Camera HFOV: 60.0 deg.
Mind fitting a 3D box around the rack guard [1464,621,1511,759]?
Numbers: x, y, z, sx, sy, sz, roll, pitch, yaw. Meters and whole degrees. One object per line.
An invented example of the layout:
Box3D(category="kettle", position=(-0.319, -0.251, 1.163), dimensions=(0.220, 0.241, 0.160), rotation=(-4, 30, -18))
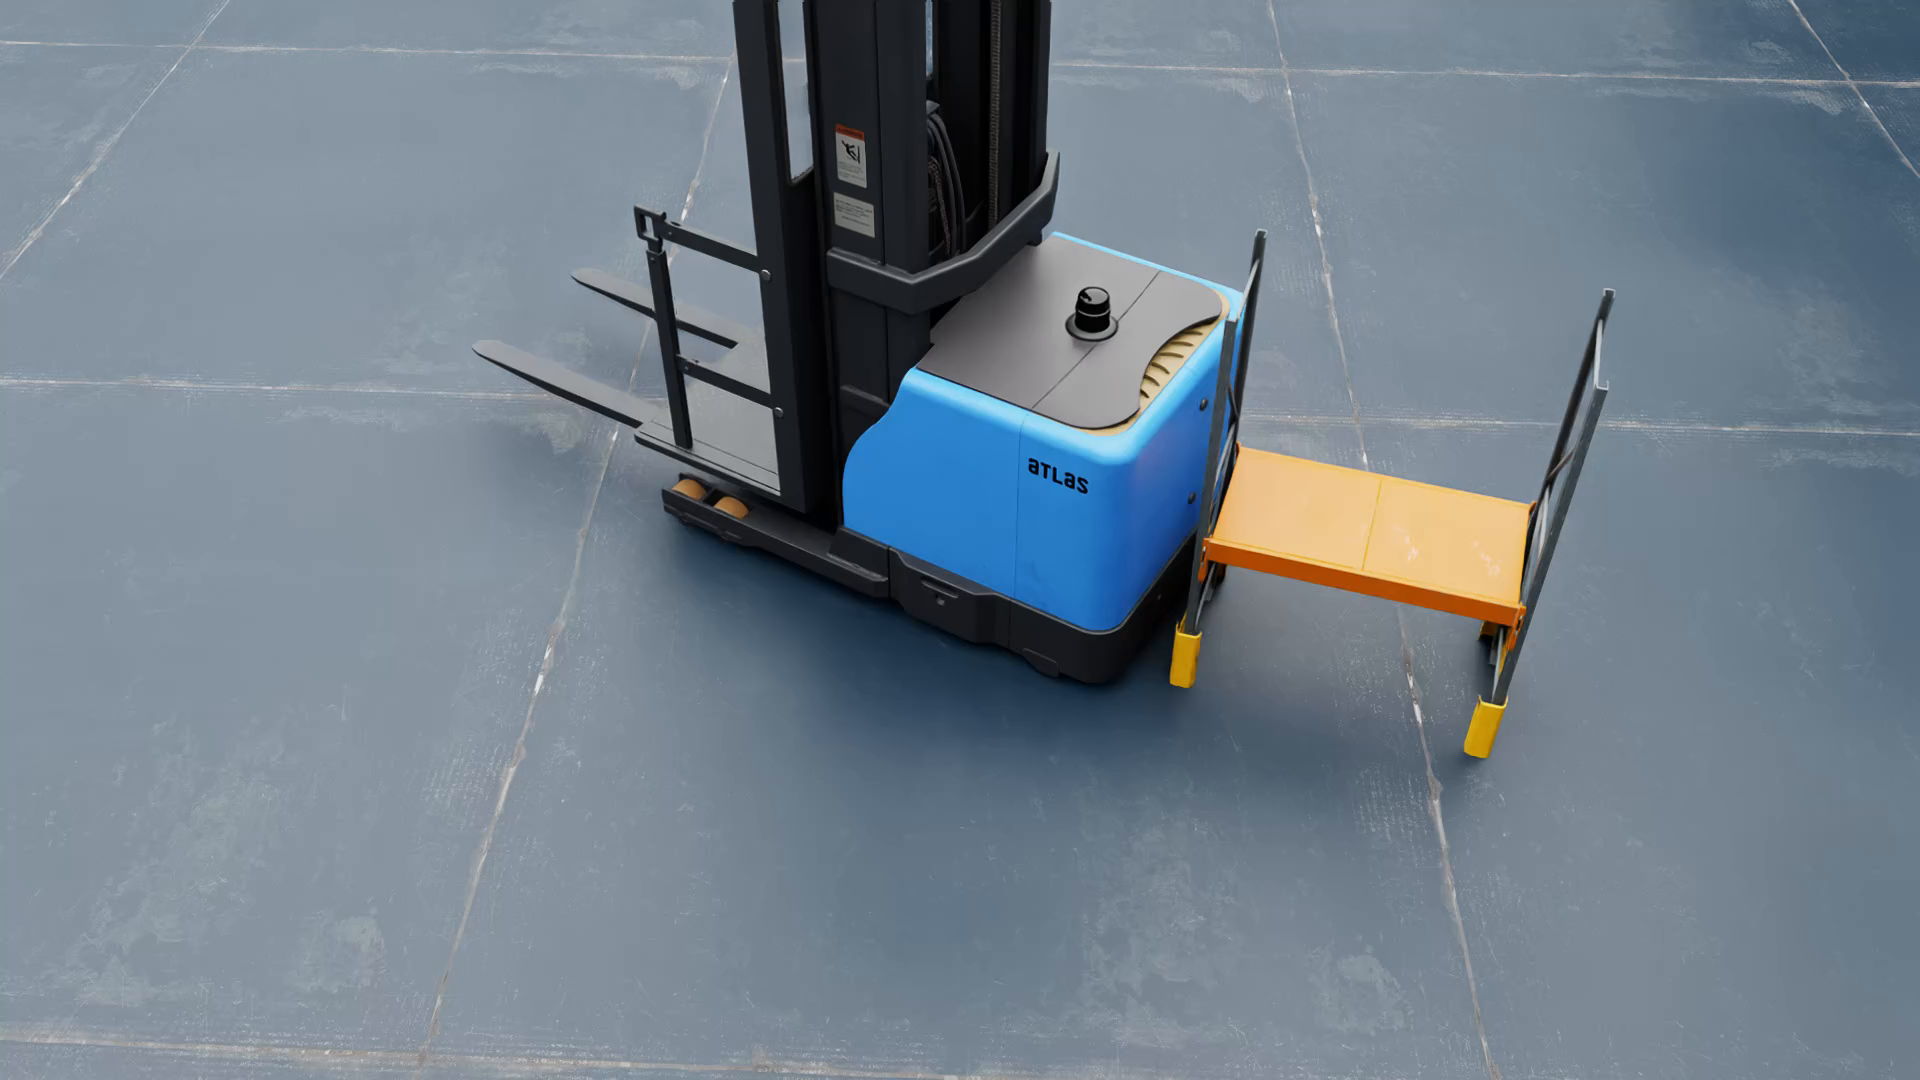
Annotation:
Box3D(category="rack guard", position=(1.792, 0.434, 5.601), dimensions=(0.087, 0.250, 0.587), rotation=(13, 44, 13))

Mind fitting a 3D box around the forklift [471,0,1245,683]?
Box3D(category="forklift", position=(-0.526, -1.351, 5.550), dimensions=(3.031, 2.935, 1.130), rotation=(23, 48, 22))

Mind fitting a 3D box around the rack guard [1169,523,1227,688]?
Box3D(category="rack guard", position=(0.846, 0.222, 5.828), dimensions=(0.087, 0.250, 0.587), rotation=(13, 44, 13))

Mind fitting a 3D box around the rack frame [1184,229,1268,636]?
Box3D(category="rack frame", position=(0.845, -0.235, 5.402), dimensions=(0.032, 1.500, 0.500), rotation=(13, 44, 13))

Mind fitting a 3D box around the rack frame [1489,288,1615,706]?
Box3D(category="rack frame", position=(1.811, -0.020, 5.171), dimensions=(0.032, 1.500, 0.500), rotation=(13, 44, 13))

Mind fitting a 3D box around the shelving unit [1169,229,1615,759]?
Box3D(category="shelving unit", position=(1.319, -0.129, 5.289), dimensions=(1.083, 1.500, 0.587), rotation=(13, 44, 13))

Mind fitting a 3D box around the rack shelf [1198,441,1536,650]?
Box3D(category="rack shelf", position=(1.328, 0.004, 5.409), dimensions=(1.000, 0.185, 0.538), rotation=(13, 44, 13))
